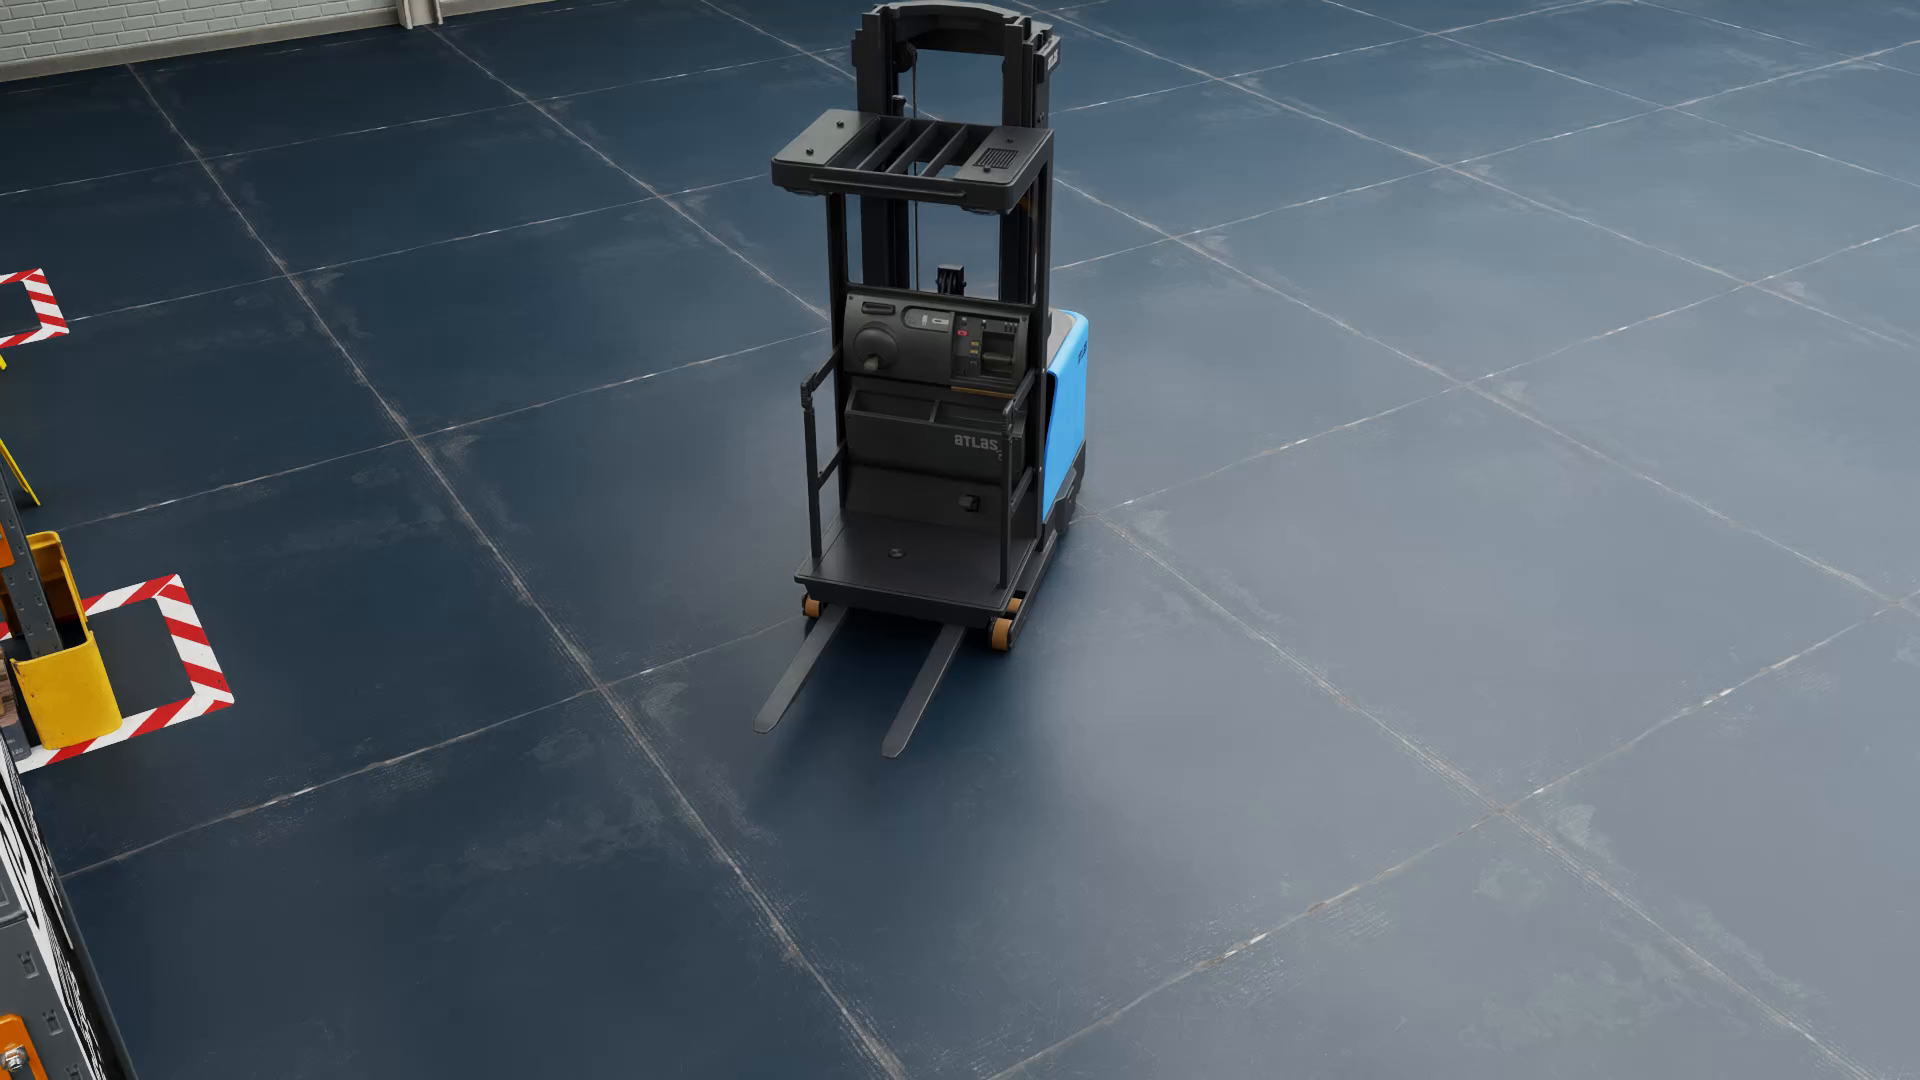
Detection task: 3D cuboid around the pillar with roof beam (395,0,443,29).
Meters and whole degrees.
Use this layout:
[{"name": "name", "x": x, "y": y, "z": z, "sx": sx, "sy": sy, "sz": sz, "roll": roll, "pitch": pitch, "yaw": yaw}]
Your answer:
[{"name": "pillar with roof beam", "x": -3.577, "y": -7.544, "z": 12.775, "sx": 0.400, "sy": 9.000, "sz": 9.100, "roll": -19, "pitch": 37, "yaw": -27}]

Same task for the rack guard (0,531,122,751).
[{"name": "rack guard", "x": -4.399, "y": 0.466, "z": 8.043, "sx": 0.348, "sy": 0.500, "sz": 1.175, "roll": -19, "pitch": 37, "yaw": -27}]

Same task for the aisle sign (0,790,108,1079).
[{"name": "aisle sign", "x": -1.602, "y": 0.686, "z": 2.914, "sx": 0.004, "sy": 0.787, "sz": 0.394, "roll": -19, "pitch": 37, "yaw": -27}]

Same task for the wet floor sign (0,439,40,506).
[{"name": "wet floor sign", "x": -5.468, "y": -0.485, "z": 9.414, "sx": 0.232, "sy": 0.644, "sz": 0.267, "roll": -26, "pitch": 41, "yaw": -35}]

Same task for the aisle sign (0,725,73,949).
[{"name": "aisle sign", "x": -1.927, "y": 0.417, "z": 3.341, "sx": 0.004, "sy": 0.787, "sz": 0.394, "roll": -19, "pitch": 37, "yaw": -27}]

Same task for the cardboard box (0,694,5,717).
[{"name": "cardboard box", "x": -4.954, "y": 0.362, "z": 7.462, "sx": 0.875, "sy": 0.875, "sz": 0.875, "roll": -19, "pitch": 37, "yaw": -27}]

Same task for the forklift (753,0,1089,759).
[{"name": "forklift", "x": -0.179, "y": -0.917, "z": 7.957, "sx": 1.130, "sy": 2.935, "sz": 3.031, "roll": 9, "pitch": 33, "yaw": 14}]

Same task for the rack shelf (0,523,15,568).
[{"name": "rack shelf", "x": -6.100, "y": 0.298, "z": 6.640, "sx": 4.000, "sy": 0.370, "sz": 1.077, "roll": -19, "pitch": 37, "yaw": -27}]

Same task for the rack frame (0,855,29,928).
[{"name": "rack frame", "x": -1.817, "y": -0.868, "z": 2.192, "sx": 0.127, "sy": 3.000, "sz": 1.000, "roll": -19, "pitch": 37, "yaw": -27}]

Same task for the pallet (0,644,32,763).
[{"name": "pallet", "x": -5.049, "y": 0.861, "z": 7.687, "sx": 1.213, "sy": 0.211, "sz": 1.003, "roll": -19, "pitch": 37, "yaw": -27}]

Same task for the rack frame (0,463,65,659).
[{"name": "rack frame", "x": -4.419, "y": -0.584, "z": 7.365, "sx": 0.127, "sy": 3.000, "sz": 1.000, "roll": -19, "pitch": 37, "yaw": -27}]

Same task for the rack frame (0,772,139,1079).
[{"name": "rack frame", "x": -1.817, "y": 1.669, "z": 3.793, "sx": 0.127, "sy": 3.000, "sz": 1.000, "roll": -19, "pitch": 37, "yaw": -27}]

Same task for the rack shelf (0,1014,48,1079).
[{"name": "rack shelf", "x": -3.498, "y": 1.283, "z": 2.268, "sx": 4.000, "sy": 0.370, "sz": 1.077, "roll": -19, "pitch": 37, "yaw": -27}]

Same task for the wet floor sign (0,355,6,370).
[{"name": "wet floor sign", "x": -6.447, "y": -1.354, "z": 10.792, "sx": 0.232, "sy": 0.644, "sz": 0.267, "roll": -7, "pitch": 33, "yaw": -11}]
